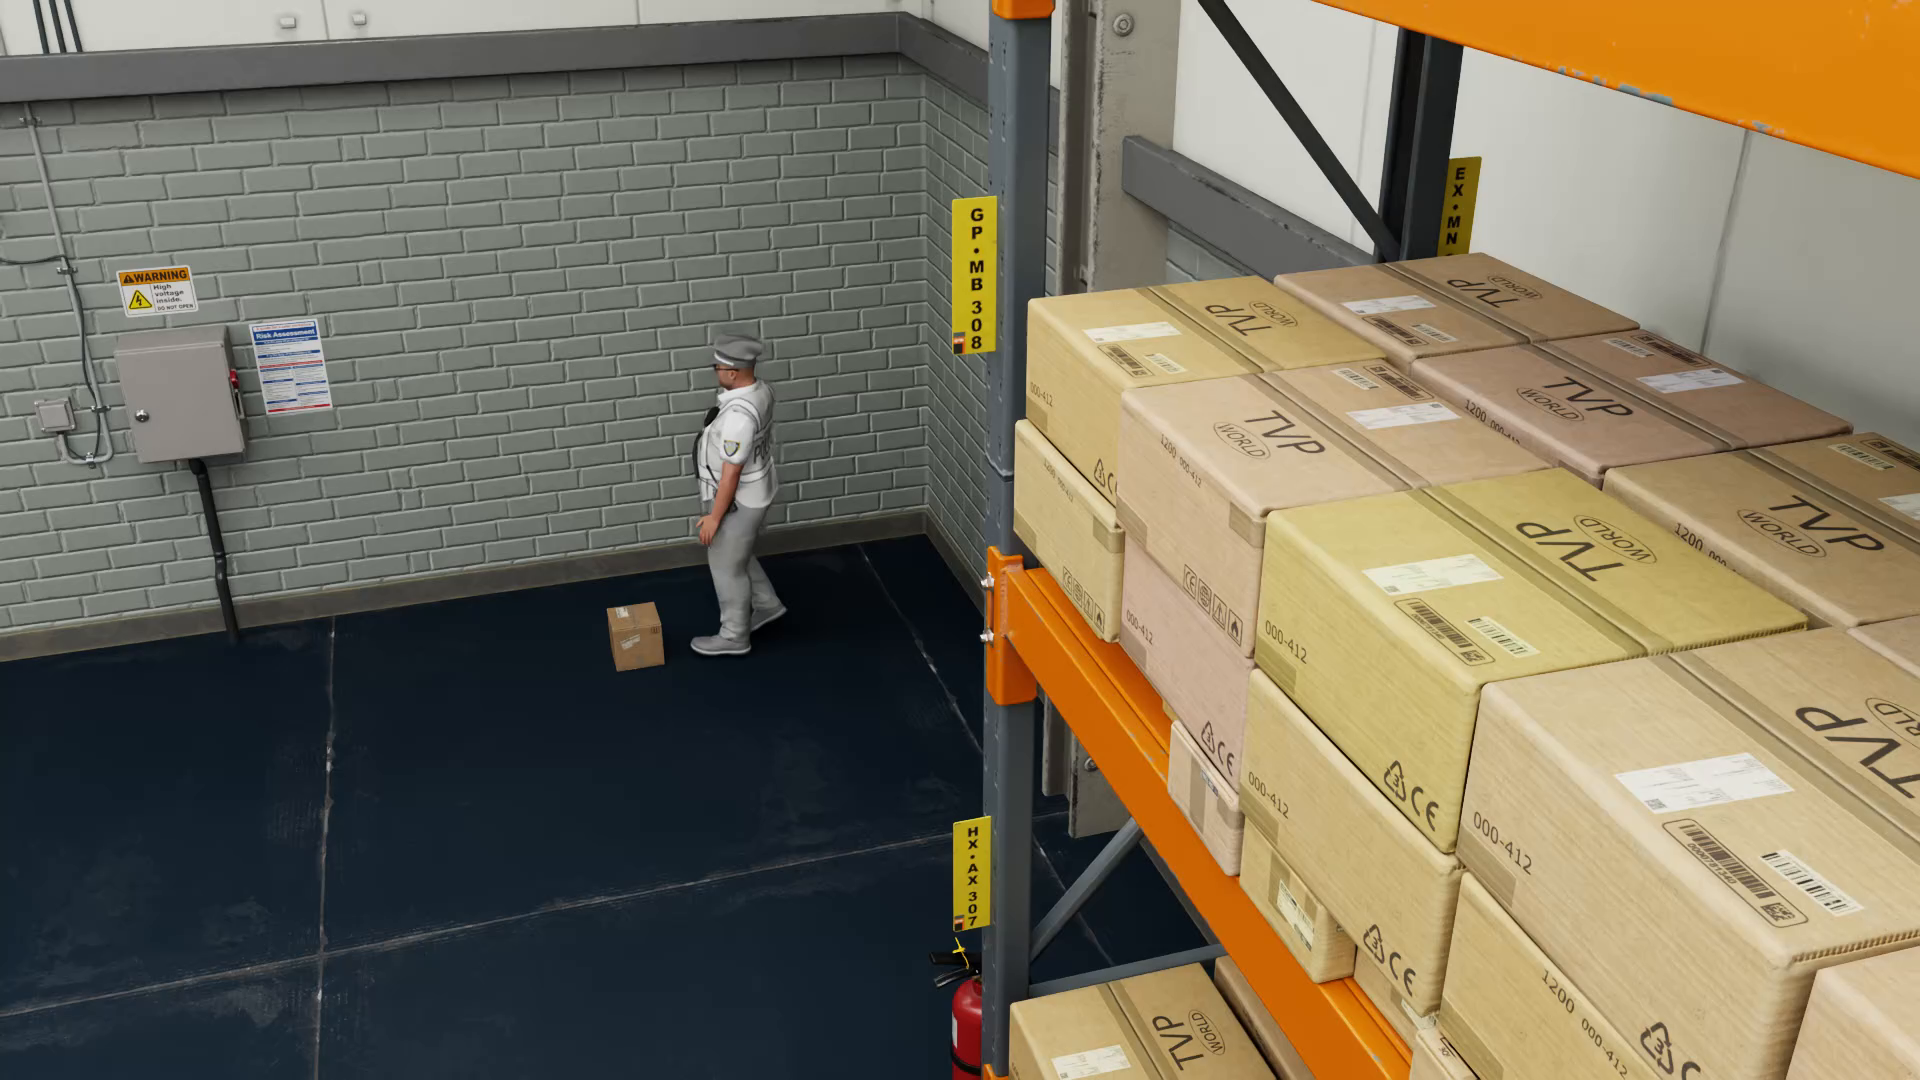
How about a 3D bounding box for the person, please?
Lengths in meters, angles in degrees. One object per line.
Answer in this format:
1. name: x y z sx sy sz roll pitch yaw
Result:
1. person: -1.186 -0.209 8.514 0.490 1.785 0.556 3 26 6
